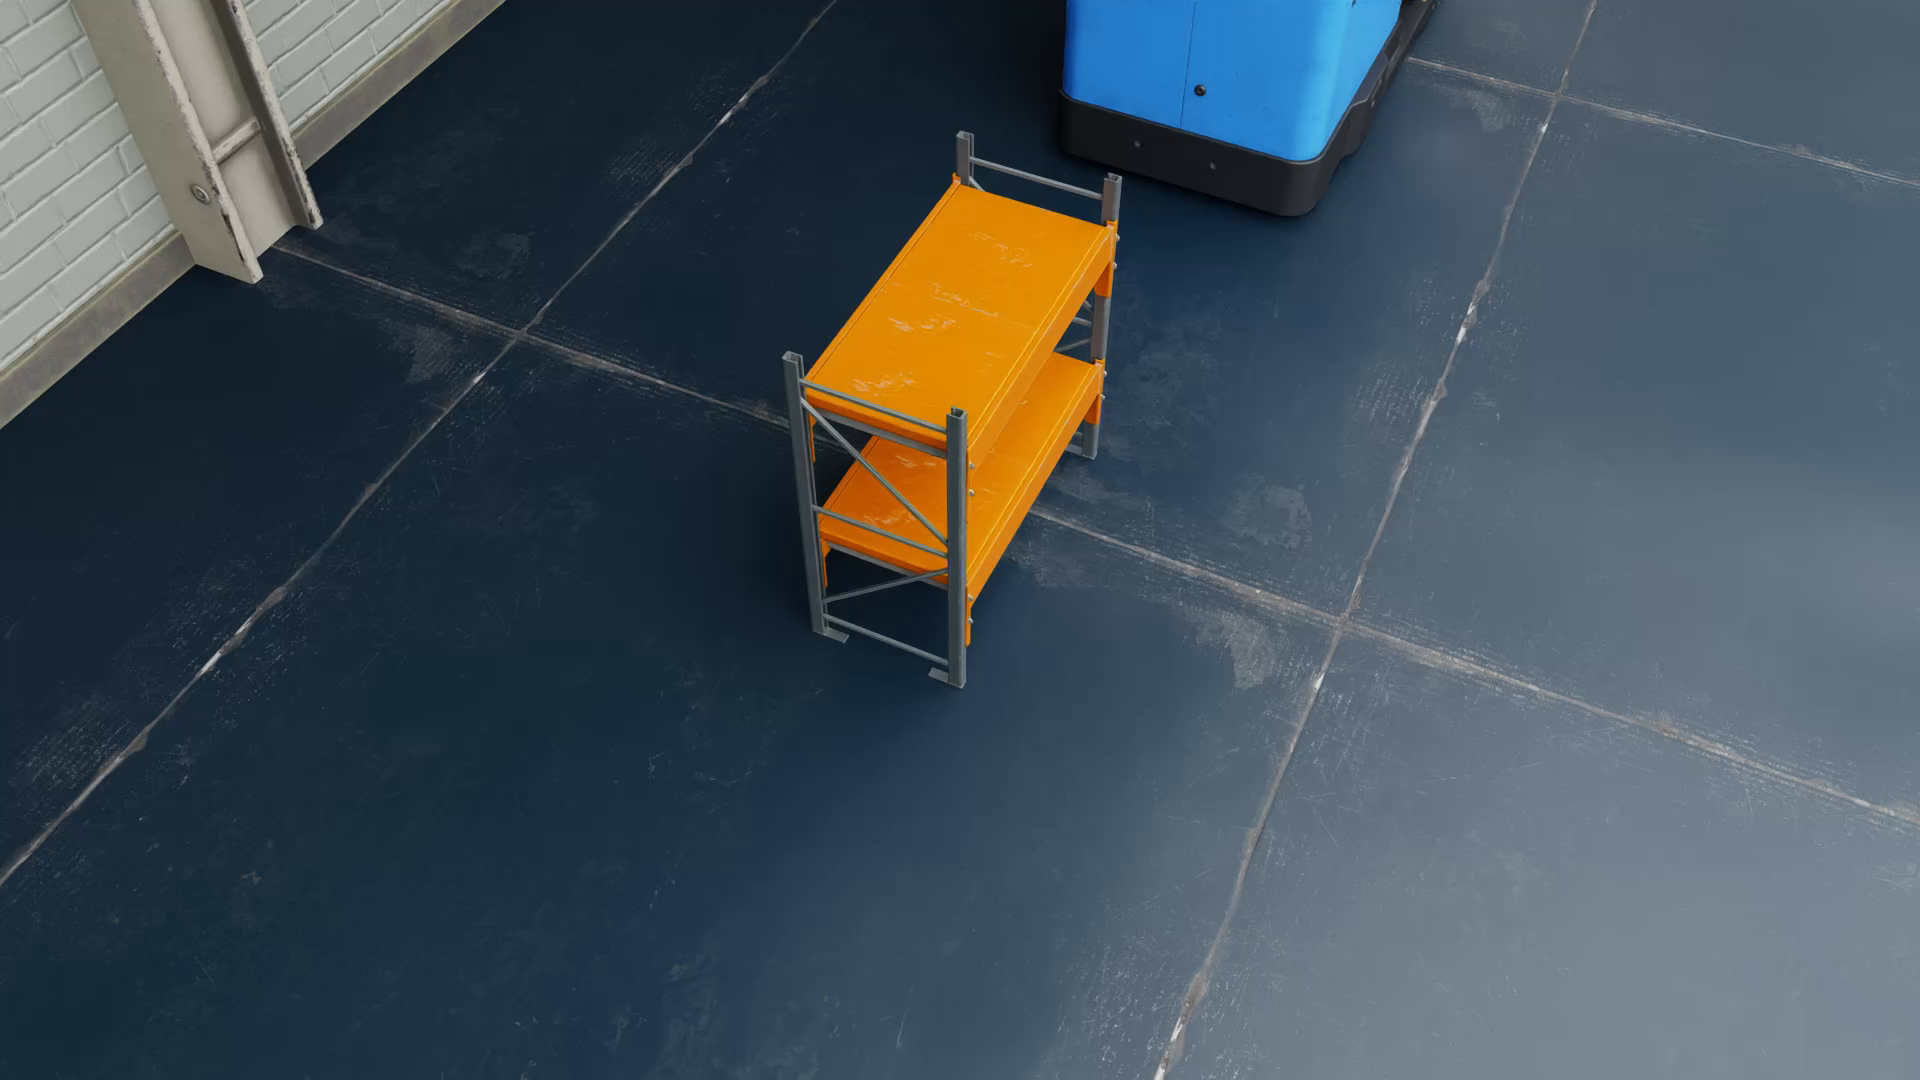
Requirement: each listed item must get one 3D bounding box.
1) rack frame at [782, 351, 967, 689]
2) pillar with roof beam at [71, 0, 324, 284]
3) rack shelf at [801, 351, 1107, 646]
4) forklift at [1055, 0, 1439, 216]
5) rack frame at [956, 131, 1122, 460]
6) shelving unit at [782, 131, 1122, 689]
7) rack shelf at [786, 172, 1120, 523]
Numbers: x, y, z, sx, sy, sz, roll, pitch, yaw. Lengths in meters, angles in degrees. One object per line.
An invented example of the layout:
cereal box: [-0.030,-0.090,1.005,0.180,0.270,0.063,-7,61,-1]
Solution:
rack frame: [-0.214,-0.019,4.528,0.500,1.125,0.032,20,52,16]
pillar with roof beam: [1.273,-2.631,1.580,9.100,9.000,0.400,20,52,16]
rack shelf: [0.003,-0.211,5.012,0.538,0.278,1.000,20,52,16]
forklift: [1.475,-3.288,6.123,1.130,2.935,3.031,21,53,17]
rack frame: [0.220,-0.719,5.123,0.500,1.125,0.032,20,52,16]
shelving unit: [0.003,-0.369,4.826,0.538,1.125,1.048,20,52,16]
rack shelf: [0.003,-0.559,4.603,0.538,0.278,1.000,20,52,16]
